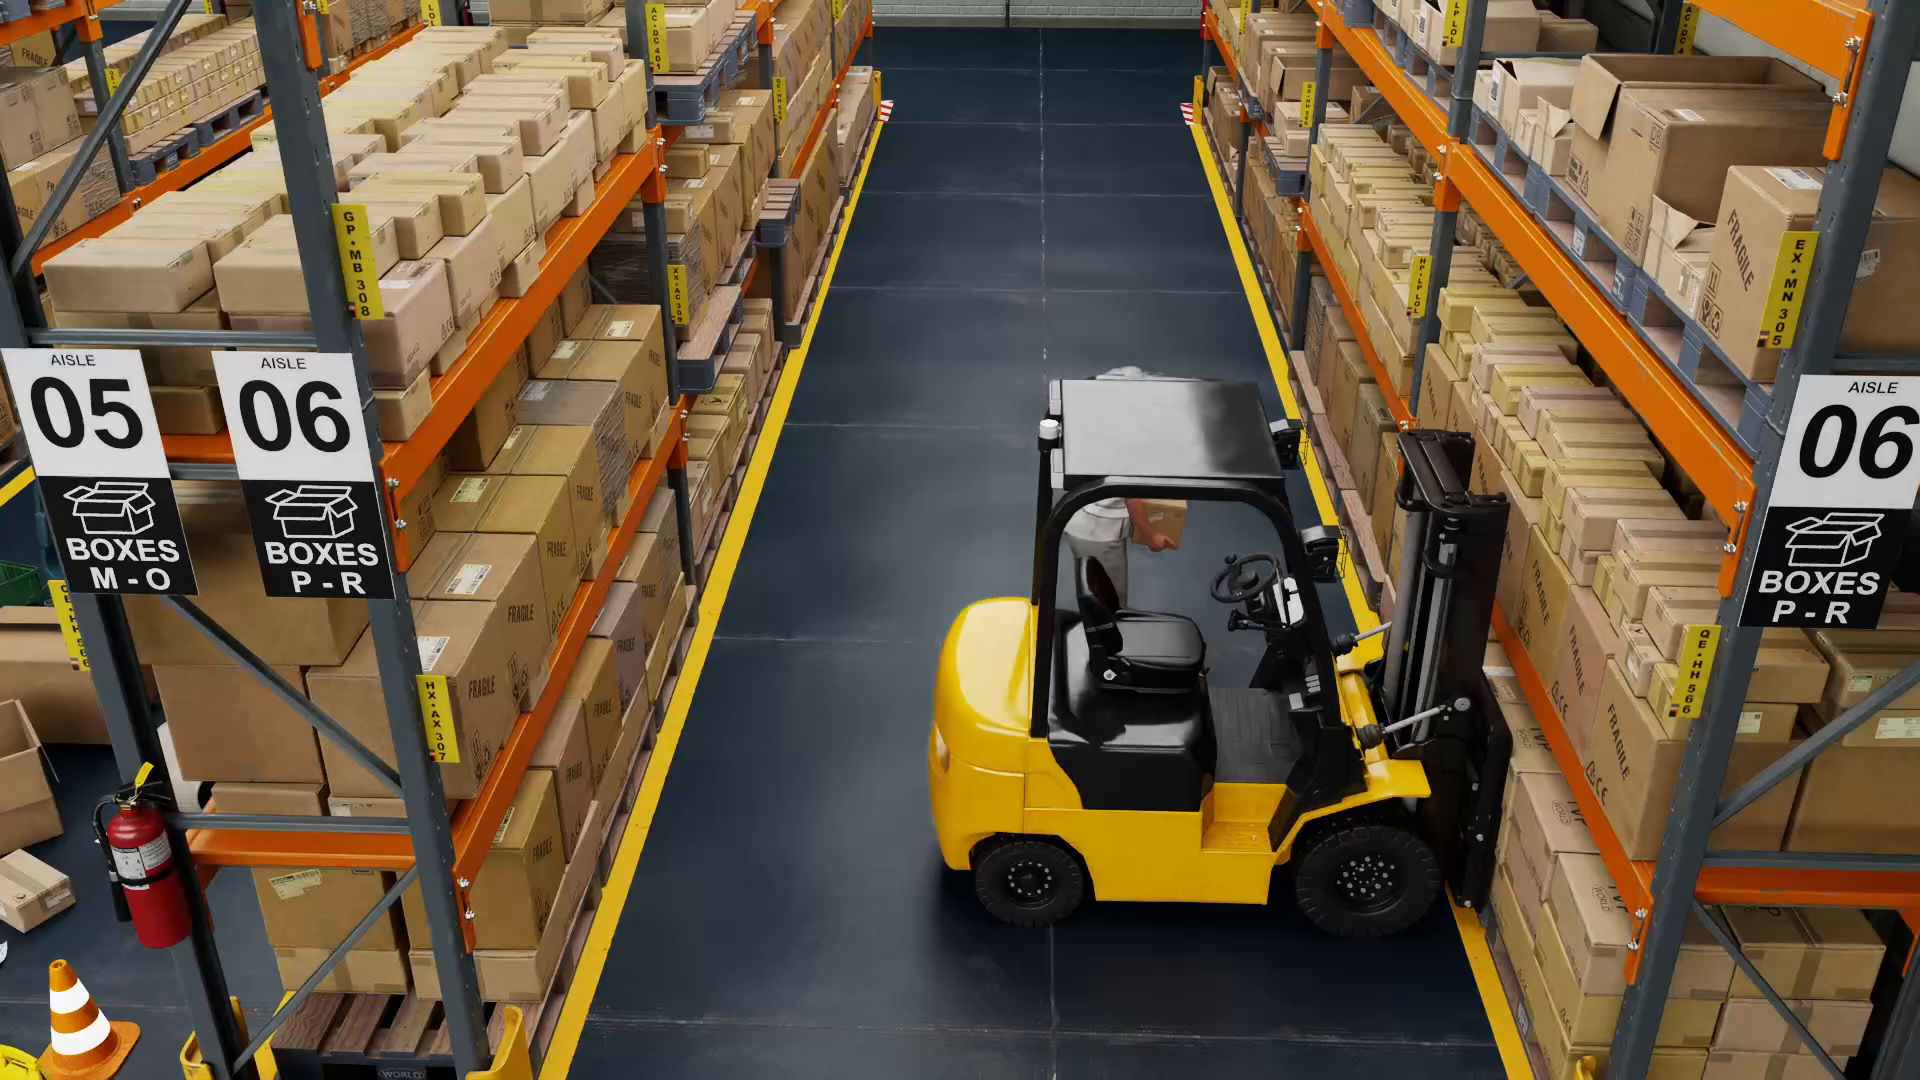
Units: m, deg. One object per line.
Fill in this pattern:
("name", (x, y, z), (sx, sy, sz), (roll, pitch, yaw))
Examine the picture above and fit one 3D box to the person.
("person", (0.828, -0.074, 8.756), (0.580, 1.759, 0.489), (0, 28, 1))
